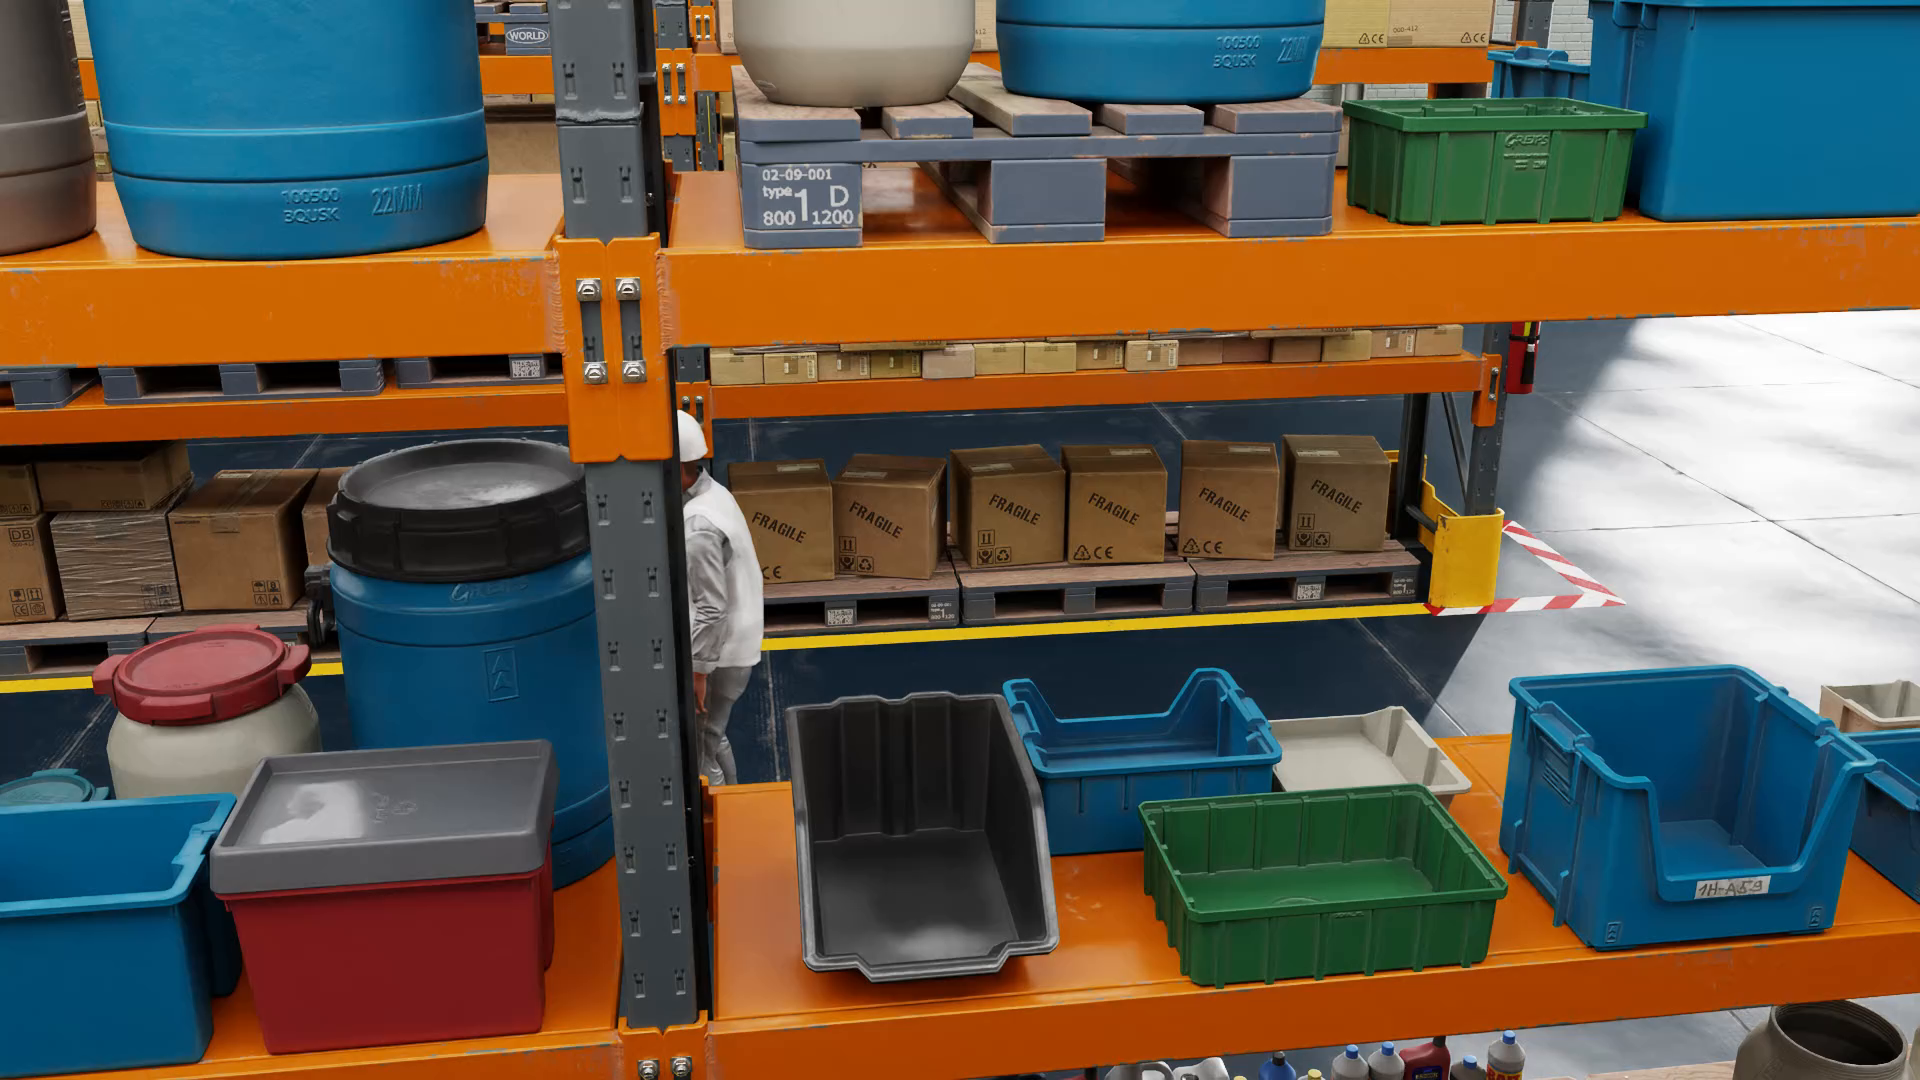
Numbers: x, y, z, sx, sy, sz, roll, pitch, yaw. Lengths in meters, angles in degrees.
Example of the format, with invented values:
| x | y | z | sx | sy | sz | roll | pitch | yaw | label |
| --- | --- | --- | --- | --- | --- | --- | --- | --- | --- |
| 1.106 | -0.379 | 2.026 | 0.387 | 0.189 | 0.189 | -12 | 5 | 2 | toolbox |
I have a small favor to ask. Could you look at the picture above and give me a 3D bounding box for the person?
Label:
| x | y | z | sx | sy | sz | roll | pitch | yaw | label |
| --- | --- | --- | --- | --- | --- | --- | --- | --- | --- |
| -0.932 | 0.385 | 5.968 | 0.466 | 1.771 | 0.585 | -3 | 20 | -8 | person |
